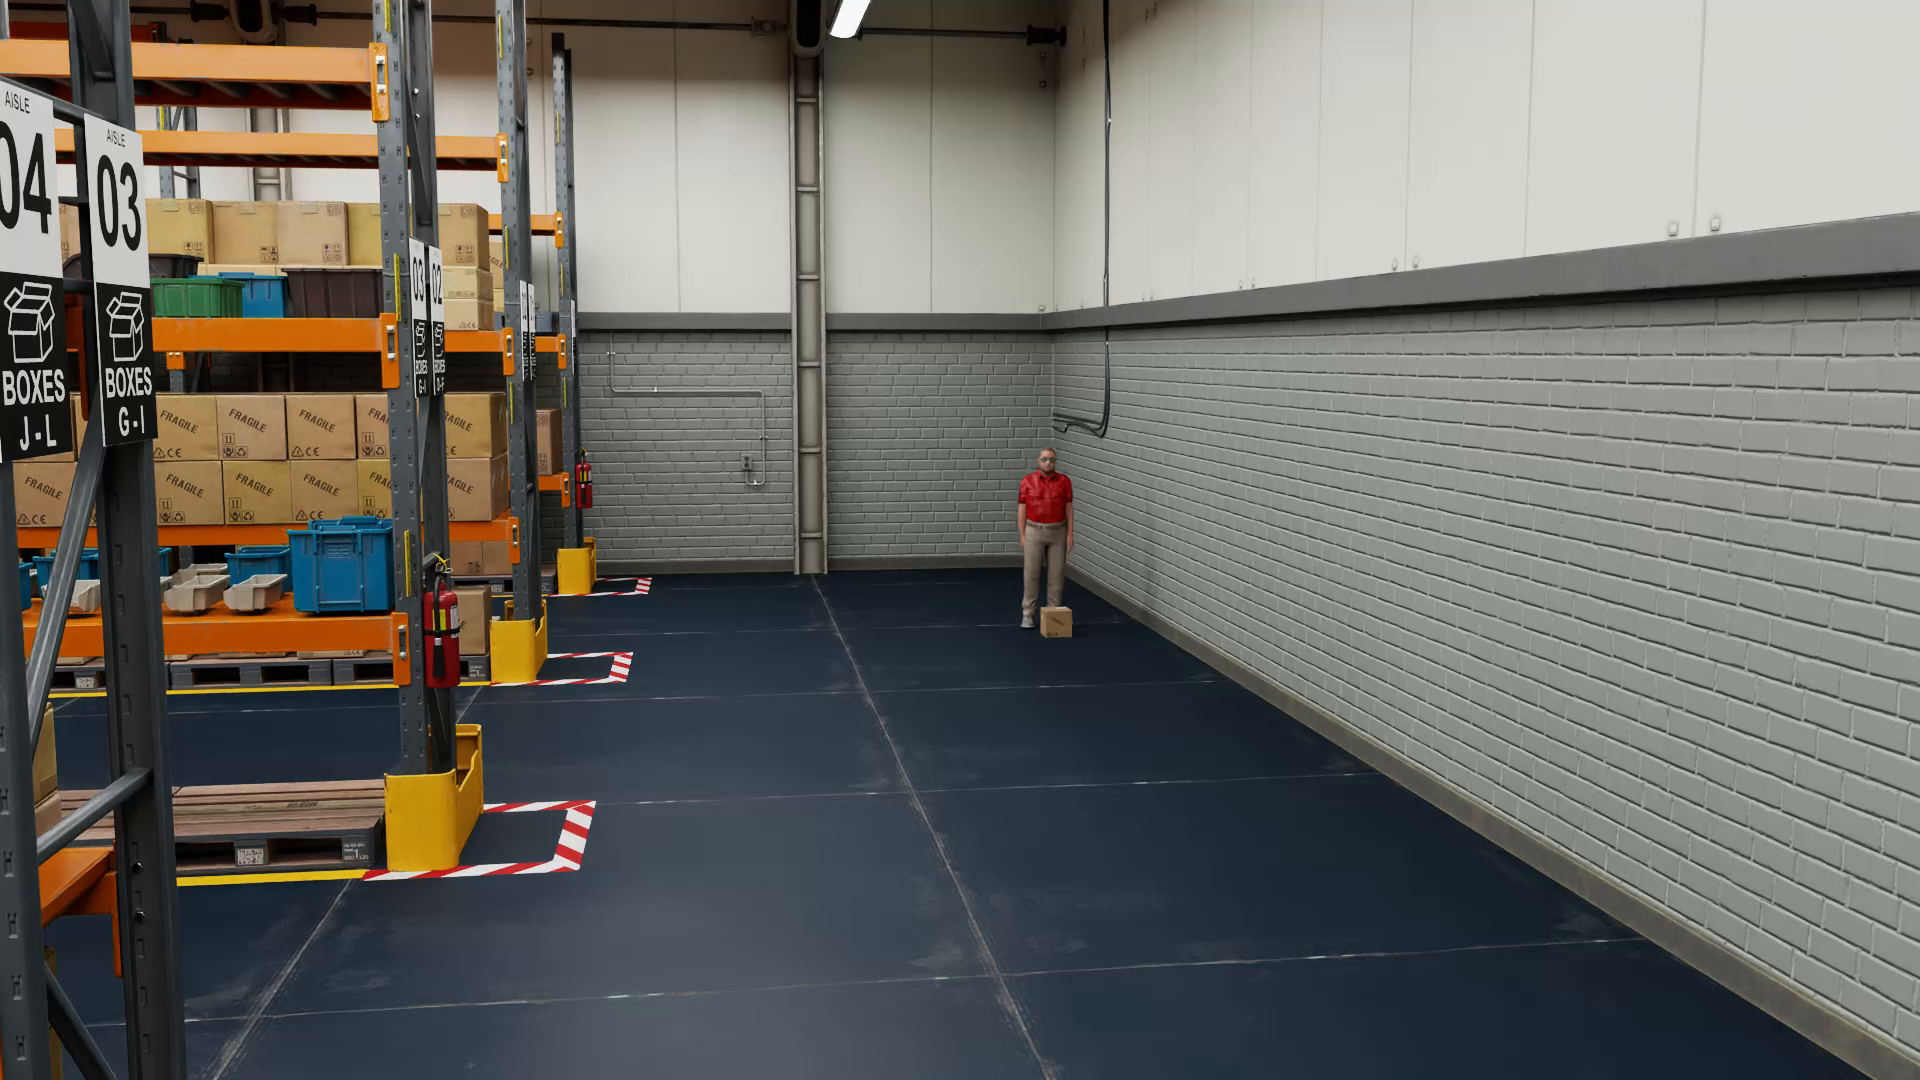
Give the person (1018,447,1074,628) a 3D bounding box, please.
[{"bbox_3d":[0.832,-0.023,15.961,0.533,1.732,0.361,-1,6,-7],"label":"person"}]
